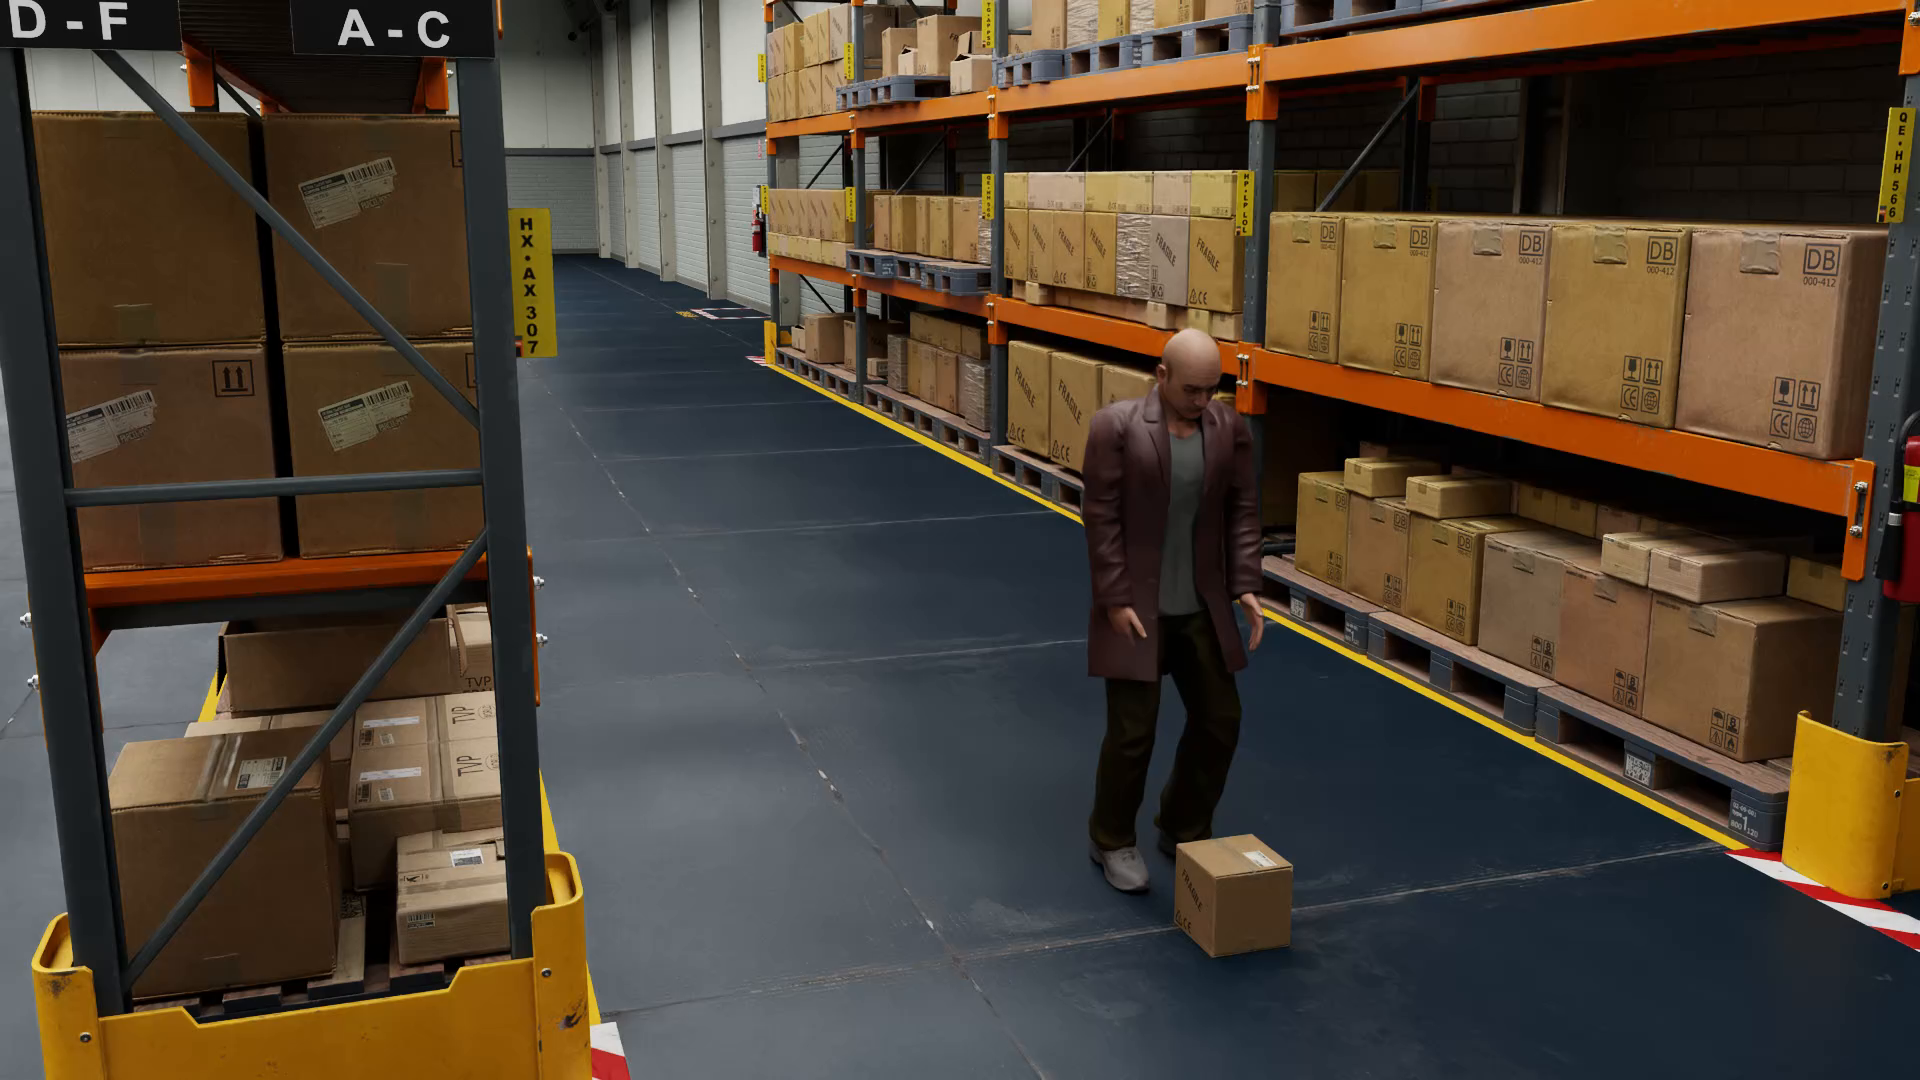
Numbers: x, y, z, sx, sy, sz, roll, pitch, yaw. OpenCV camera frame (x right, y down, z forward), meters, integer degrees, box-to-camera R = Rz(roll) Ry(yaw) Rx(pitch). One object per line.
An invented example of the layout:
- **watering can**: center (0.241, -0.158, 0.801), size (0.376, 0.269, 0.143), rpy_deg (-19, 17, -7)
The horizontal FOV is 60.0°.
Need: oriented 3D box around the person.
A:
- **person**: center (0.661, 0.208, 5.161), size (0.587, 1.737, 0.416), rpy_deg (-4, 13, -17)
